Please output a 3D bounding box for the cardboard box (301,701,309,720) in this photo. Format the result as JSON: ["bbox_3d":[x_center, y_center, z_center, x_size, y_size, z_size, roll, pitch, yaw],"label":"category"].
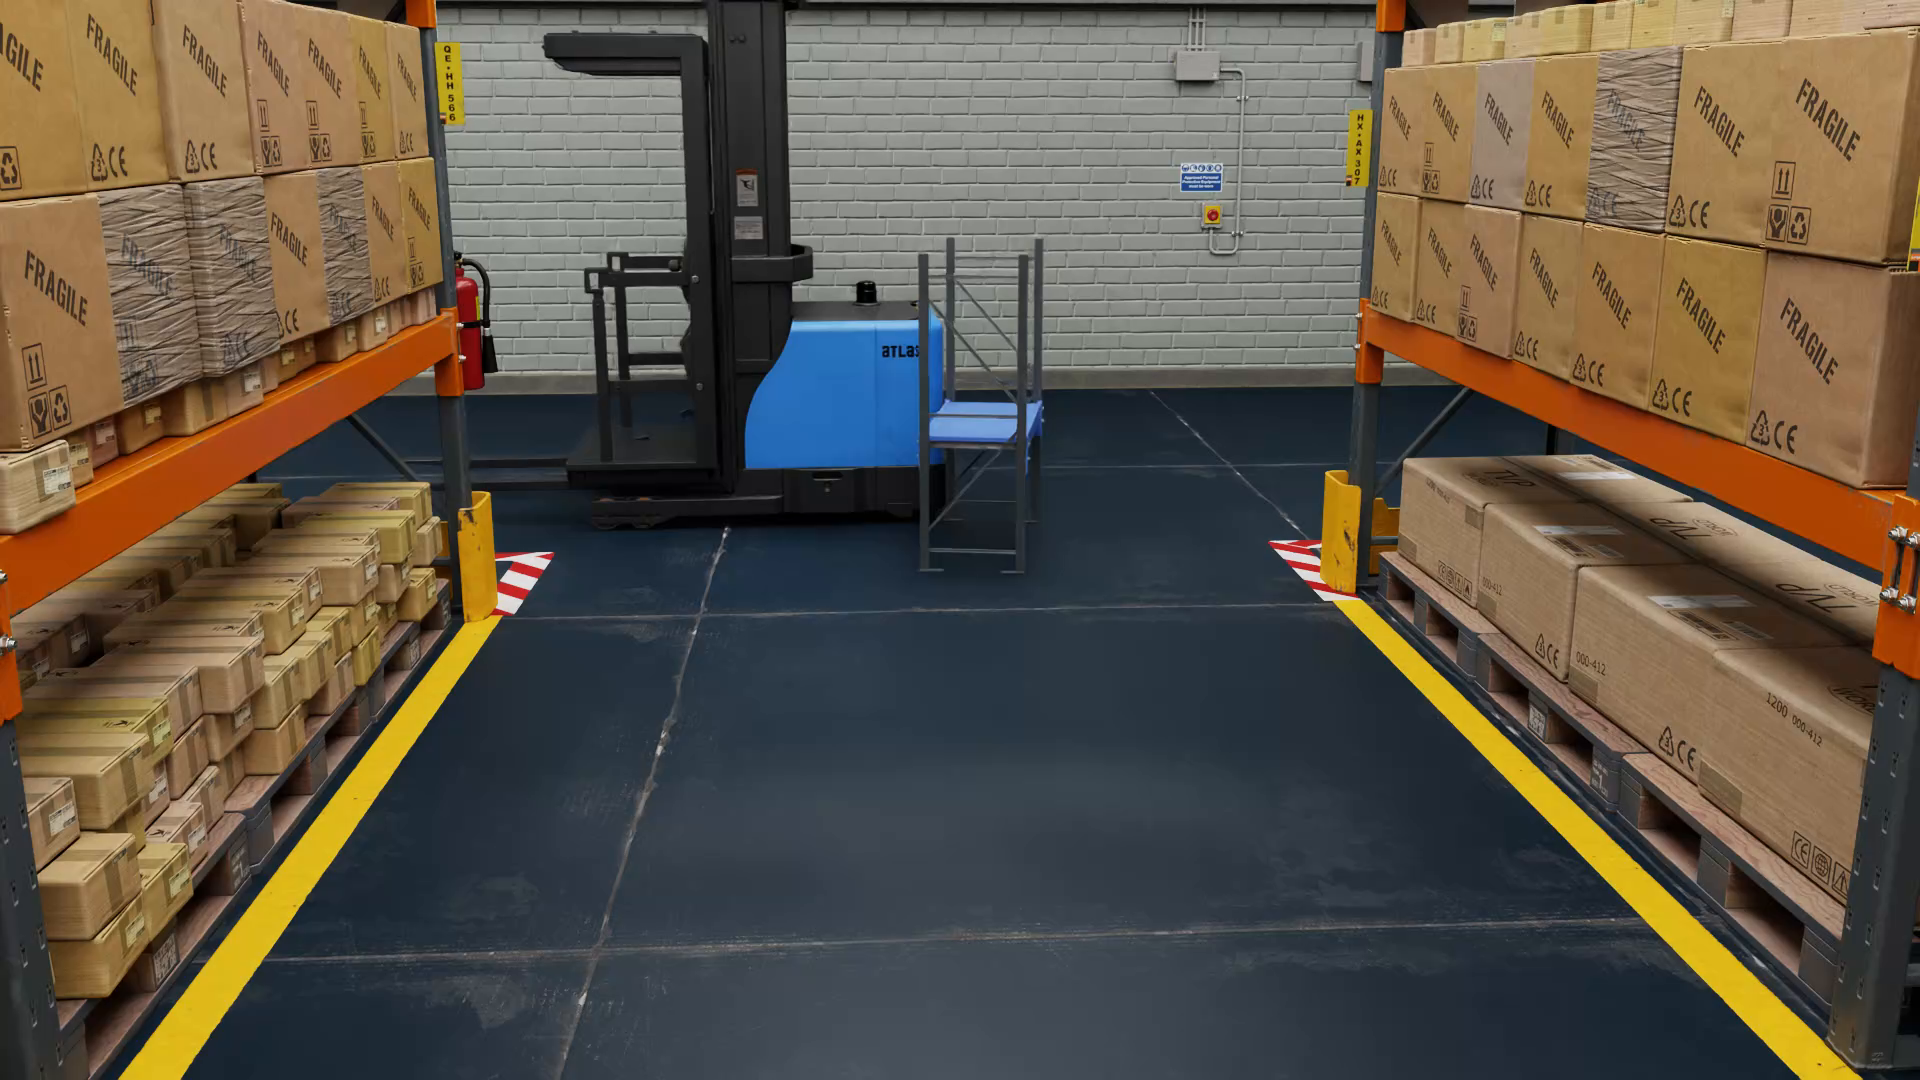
[{"bbox_3d":[-2.312,0.539,5.291,0.380,0.149,0.250,0,14,-2],"label":"cardboard box"}]

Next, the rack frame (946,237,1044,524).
[{"bbox_3d":[0.178,-0.825,8.721,0.500,1.500,0.032,2,15,6],"label":"rack frame"}]

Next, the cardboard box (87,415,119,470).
[{"bbox_3d":[-2.246,-0.239,3.941,0.380,0.149,0.250,-2,15,-6],"label":"cardboard box"}]

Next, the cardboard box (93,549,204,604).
[{"bbox_3d":[-2.820,0.134,5.671,0.380,0.149,0.250,0,14,-1],"label":"cardboard box"}]

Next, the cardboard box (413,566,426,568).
[{"bbox_3d":[-2.403,0.153,6.789,0.380,0.149,0.250,-1,14,-2],"label":"cardboard box"}]

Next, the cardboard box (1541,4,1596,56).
[{"bbox_3d":[2.090,-1.621,5.298,0.380,0.149,0.250,-1,14,-5],"label":"cardboard box"}]

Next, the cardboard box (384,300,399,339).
[{"bbox_3d":[-2.333,-0.829,6.232,0.380,0.149,0.250,-1,14,-4],"label":"cardboard box"}]

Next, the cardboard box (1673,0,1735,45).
[{"bbox_3d":[2.203,-1.431,4.558,0.380,0.149,0.250,-1,14,-4],"label":"cardboard box"}]

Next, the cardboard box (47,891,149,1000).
[{"bbox_3d":[-2.098,0.925,3.790,0.380,0.149,0.250,-2,15,-6],"label":"cardboard box"}]

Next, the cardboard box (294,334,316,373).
[{"bbox_3d":[-2.350,-0.632,5.465,0.380,0.149,0.250,-1,15,-6],"label":"cardboard box"}]

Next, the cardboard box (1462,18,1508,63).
[{"bbox_3d":[2.059,-1.812,6.039,0.380,0.149,0.250,-1,14,-5],"label":"cardboard box"}]

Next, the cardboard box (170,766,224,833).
[{"bbox_3d":[-2.248,0.735,4.527,0.380,0.149,0.250,-1,14,-5],"label":"cardboard box"}]

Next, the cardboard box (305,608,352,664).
[{"bbox_3d":[-2.250,0.330,5.505,0.380,0.149,0.250,0,14,-1],"label":"cardboard box"}]

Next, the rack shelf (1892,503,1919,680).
[{"bbox_3d":[2.662,0.587,1.667,1.077,0.370,4.000,-1,14,-3],"label":"rack shelf"}]

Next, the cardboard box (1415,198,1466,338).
[{"bbox_3d":[2.092,-1.052,6.396,0.500,0.500,0.500,-1,14,-4],"label":"cardboard box"}]

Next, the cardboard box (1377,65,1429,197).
[{"bbox_3d":[2.036,-1.662,6.759,0.500,0.500,0.500,-1,14,-5],"label":"cardboard box"}]

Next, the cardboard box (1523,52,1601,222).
[{"bbox_3d":[2.146,-1.282,5.281,0.500,0.500,0.500,-1,14,-3],"label":"cardboard box"}]

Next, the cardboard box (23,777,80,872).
[{"bbox_3d":[-2.211,0.643,3.691,0.380,0.149,0.250,0,14,-1],"label":"cardboard box"}]

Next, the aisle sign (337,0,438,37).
[{"bbox_3d":[-2.349,-2.433,6.747,0.394,0.787,0.004,-1,14,-3],"label":"aisle sign"}]

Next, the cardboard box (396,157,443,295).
[{"bbox_3d":[-2.359,-1.236,6.514,0.500,0.500,0.500,-1,14,-2],"label":"cardboard box"}]

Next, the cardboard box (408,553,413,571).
[{"bbox_3d":[-2.364,0.074,6.500,0.380,0.149,0.250,-1,14,-5],"label":"cardboard box"}]

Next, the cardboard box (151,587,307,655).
[{"bbox_3d":[-2.282,0.254,5.203,0.380,0.149,0.250,-1,14,-3],"label":"cardboard box"}]

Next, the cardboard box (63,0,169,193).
[{"bbox_3d":[-2.228,-1.078,3.893,0.500,0.500,0.500,-1,14,-5],"label":"cardboard box"}]

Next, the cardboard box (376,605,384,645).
[{"bbox_3d":[-2.328,0.344,6.048,0.380,0.149,0.250,-1,14,-3],"label":"cardboard box"}]

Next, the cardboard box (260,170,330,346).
[{"bbox_3d":[-2.271,-0.858,5.044,0.500,0.500,0.500,0,14,-1],"label":"cardboard box"}]

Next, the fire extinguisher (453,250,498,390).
[{"bbox_3d":[-2.199,-1.003,7.310,0.296,0.674,0.183,-1,14,-3],"label":"fire extinguisher"}]

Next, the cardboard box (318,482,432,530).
[{"bbox_3d":[-2.358,-0.135,6.715,0.380,0.149,0.250,-1,14,-3],"label":"cardboard box"}]

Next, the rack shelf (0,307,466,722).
[{"bbox_3d":[-2.520,-0.306,5.139,1.077,0.370,4.000,-1,14,-3],"label":"rack shelf"}]

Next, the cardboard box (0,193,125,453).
[{"bbox_3d":[-2.175,-0.476,3.561,0.500,0.500,0.500,-1,14,-4],"label":"cardboard box"}]

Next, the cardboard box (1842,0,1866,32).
[{"bbox_3d":[2.293,-1.244,3.833,0.380,0.149,0.250,-1,14,-2],"label":"cardboard box"}]

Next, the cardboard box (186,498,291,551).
[{"bbox_3d":[-2.814,-0.060,6.425,0.380,0.149,0.250,-1,14,-2],"label":"cardboard box"}]

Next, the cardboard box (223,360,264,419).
[{"bbox_3d":[-2.217,-0.437,4.711,0.380,0.149,0.250,0,14,-1],"label":"cardboard box"}]

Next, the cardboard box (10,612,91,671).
[{"bbox_3d":[-2.832,0.325,4.930,0.380,0.149,0.250,-1,14,-5],"label":"cardboard box"}]

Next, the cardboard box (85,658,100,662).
[{"bbox_3d":[-2.720,0.408,5.201,0.380,0.149,0.250,0,14,-1],"label":"cardboard box"}]

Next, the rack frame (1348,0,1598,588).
[{"bbox_3d":[2.290,-1.253,7.377,1.000,3.000,0.127,-1,14,-3],"label":"rack frame"}]

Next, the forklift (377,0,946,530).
[{"bbox_3d":[-1.623,-1.610,8.902,3.031,2.935,1.130,-1,14,-5],"label":"forklift"}]

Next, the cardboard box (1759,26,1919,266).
[{"bbox_3d":[2.233,-0.904,3.813,0.500,0.500,0.500,-1,14,-4],"label":"cardboard box"}]

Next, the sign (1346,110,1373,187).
[{"bbox_3d":[1.736,-1.704,7.232,0.100,0.325,0.005,-1,14,-3],"label":"sign"}]

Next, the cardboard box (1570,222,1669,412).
[{"bbox_3d":[2.171,-0.671,4.914,0.500,0.500,0.500,-1,14,-4],"label":"cardboard box"}]

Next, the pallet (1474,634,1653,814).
[{"bbox_3d":[2.490,0.598,5.780,1.003,0.211,1.213,-1,14,-3],"label":"pallet"}]

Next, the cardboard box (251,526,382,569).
[{"bbox_3d":[-2.305,0.056,5.972,0.380,0.149,0.250,-1,15,-6],"label":"cardboard box"}]

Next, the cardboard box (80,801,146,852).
[{"bbox_3d":[-2.205,0.720,3.991,0.380,0.149,0.250,-1,14,-3],"label":"cardboard box"}]

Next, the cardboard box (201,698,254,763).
[{"bbox_3d":[-2.263,0.524,4.753,0.380,0.149,0.250,0,14,-1],"label":"cardboard box"}]

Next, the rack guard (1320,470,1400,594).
[{"bbox_3d":[2.289,-0.049,7.712,1.175,0.500,0.348,-1,14,-3],"label":"rack guard"}]

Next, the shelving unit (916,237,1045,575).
[{"bbox_3d":[0.119,-0.699,8.232,0.538,1.500,1.048,2,15,6],"label":"shelving unit"}]

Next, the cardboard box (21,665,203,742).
[{"bbox_3d":[-2.273,0.447,4.452,0.380,0.149,0.250,-1,14,-5],"label":"cardboard box"}]

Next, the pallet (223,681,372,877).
[{"bbox_3d":[-2.552,0.723,5.293,1.003,0.211,1.213,-1,14,-3],"label":"pallet"}]

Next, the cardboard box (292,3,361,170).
[{"bbox_3d":[-2.295,-1.463,5.389,0.500,0.500,0.500,0,14,-1],"label":"cardboard box"}]

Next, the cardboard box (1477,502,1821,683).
[{"bbox_3d":[2.496,0.174,6.128,0.875,0.438,0.875,0,14,-2],"label":"cardboard box"}]

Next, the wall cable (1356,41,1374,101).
[{"bbox_3d":[3.332,-3.172,12.796,0.588,1.984,0.122,-1,14,-3],"label":"wall cable"}]
